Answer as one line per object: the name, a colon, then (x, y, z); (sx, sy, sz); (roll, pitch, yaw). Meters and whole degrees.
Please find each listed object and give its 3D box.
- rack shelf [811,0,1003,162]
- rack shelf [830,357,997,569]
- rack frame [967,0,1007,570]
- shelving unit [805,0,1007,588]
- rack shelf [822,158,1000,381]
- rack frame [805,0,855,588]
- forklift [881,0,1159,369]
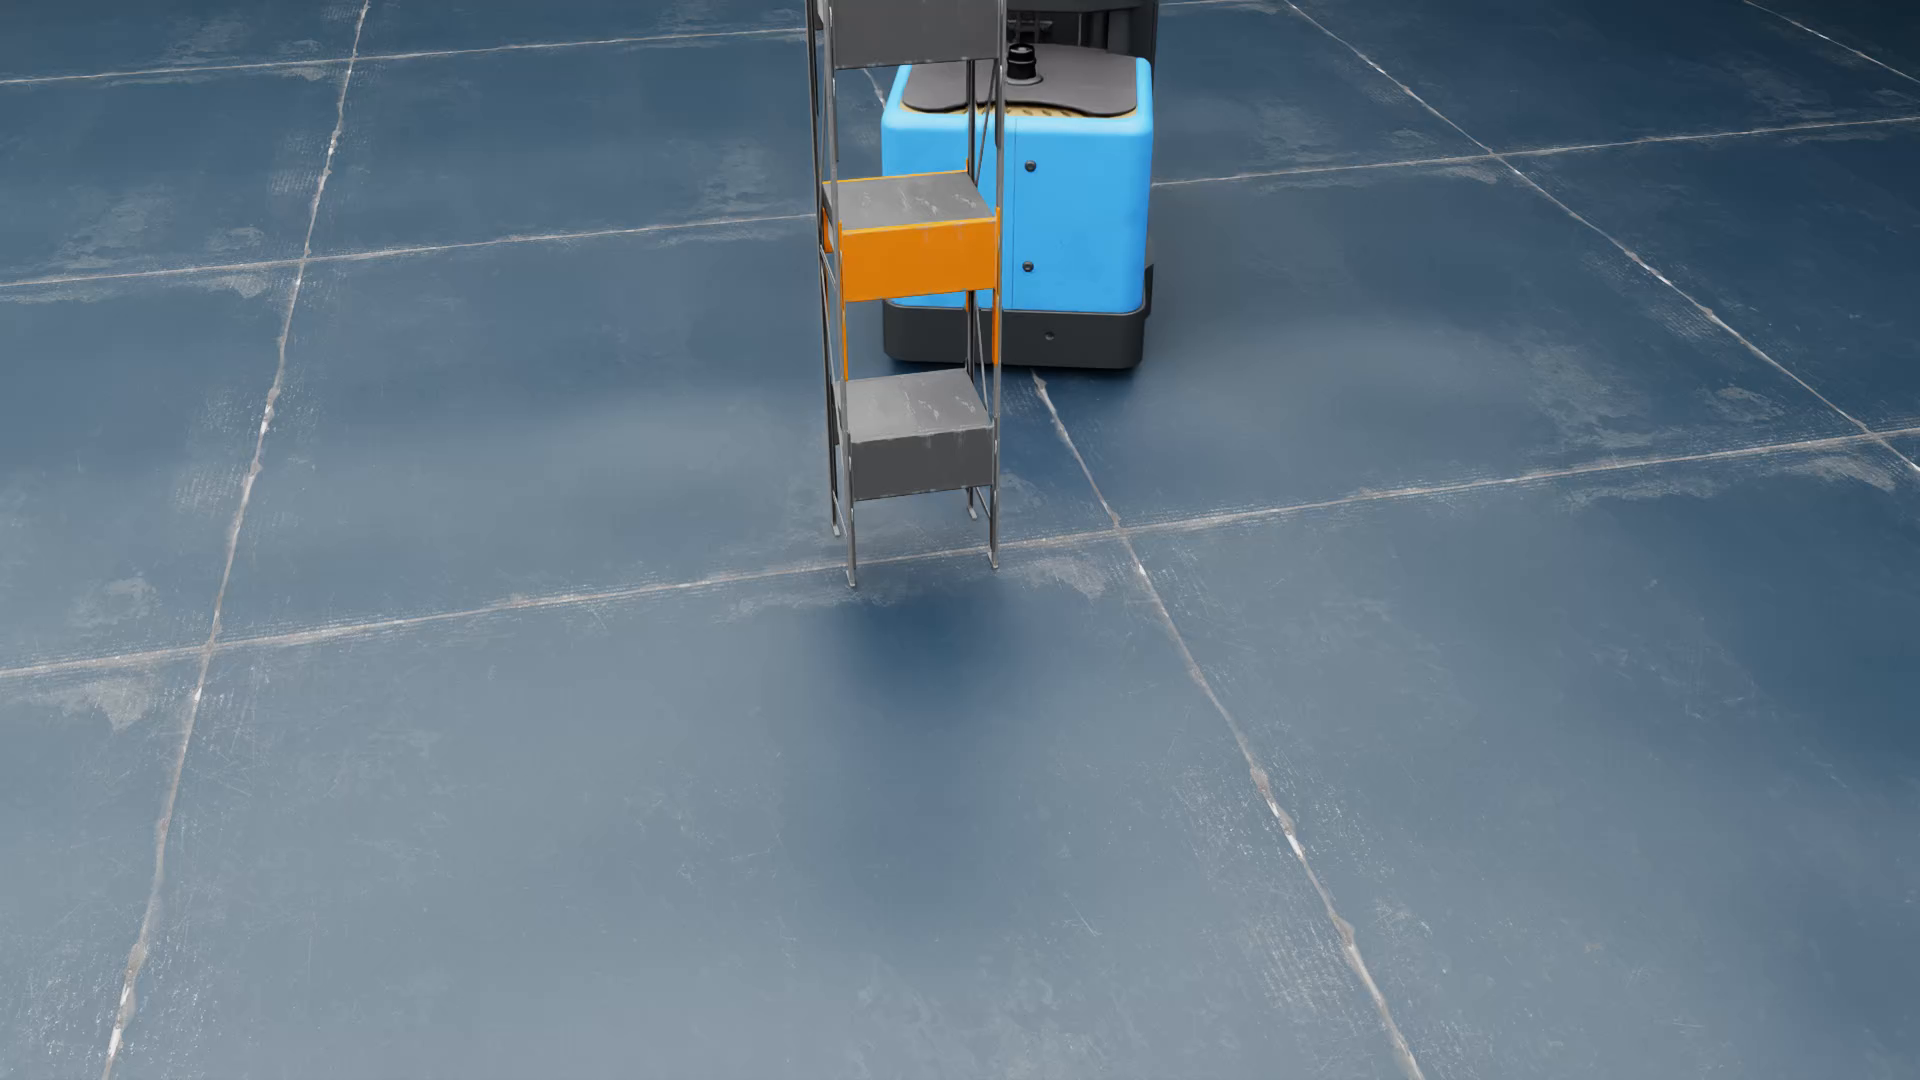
rack shelf: (-0.161, -1.421, 4.752); (0.480, 0.518, 0.431); (-7, 35, -11)
rack shelf: (-0.161, -0.259, 5.532); (0.480, 0.518, 0.431); (-7, 35, -11)
rack frame: (0.077, -0.882, 5.179); (0.015, 2.100, 0.400); (-7, 35, -11)
shelving unit: (-0.161, -0.852, 5.135); (0.503, 2.100, 0.431); (-7, 35, -11)
rack shelf: (-0.161, -0.840, 5.142); (0.480, 0.518, 0.431); (-7, 35, -11)
rack frame: (-0.399, -0.822, 5.090); (0.015, 2.100, 0.400); (-7, 35, -11)
forklift: (0.324, -2.700, 7.143); (1.130, 2.935, 3.031); (3, 34, 4)
